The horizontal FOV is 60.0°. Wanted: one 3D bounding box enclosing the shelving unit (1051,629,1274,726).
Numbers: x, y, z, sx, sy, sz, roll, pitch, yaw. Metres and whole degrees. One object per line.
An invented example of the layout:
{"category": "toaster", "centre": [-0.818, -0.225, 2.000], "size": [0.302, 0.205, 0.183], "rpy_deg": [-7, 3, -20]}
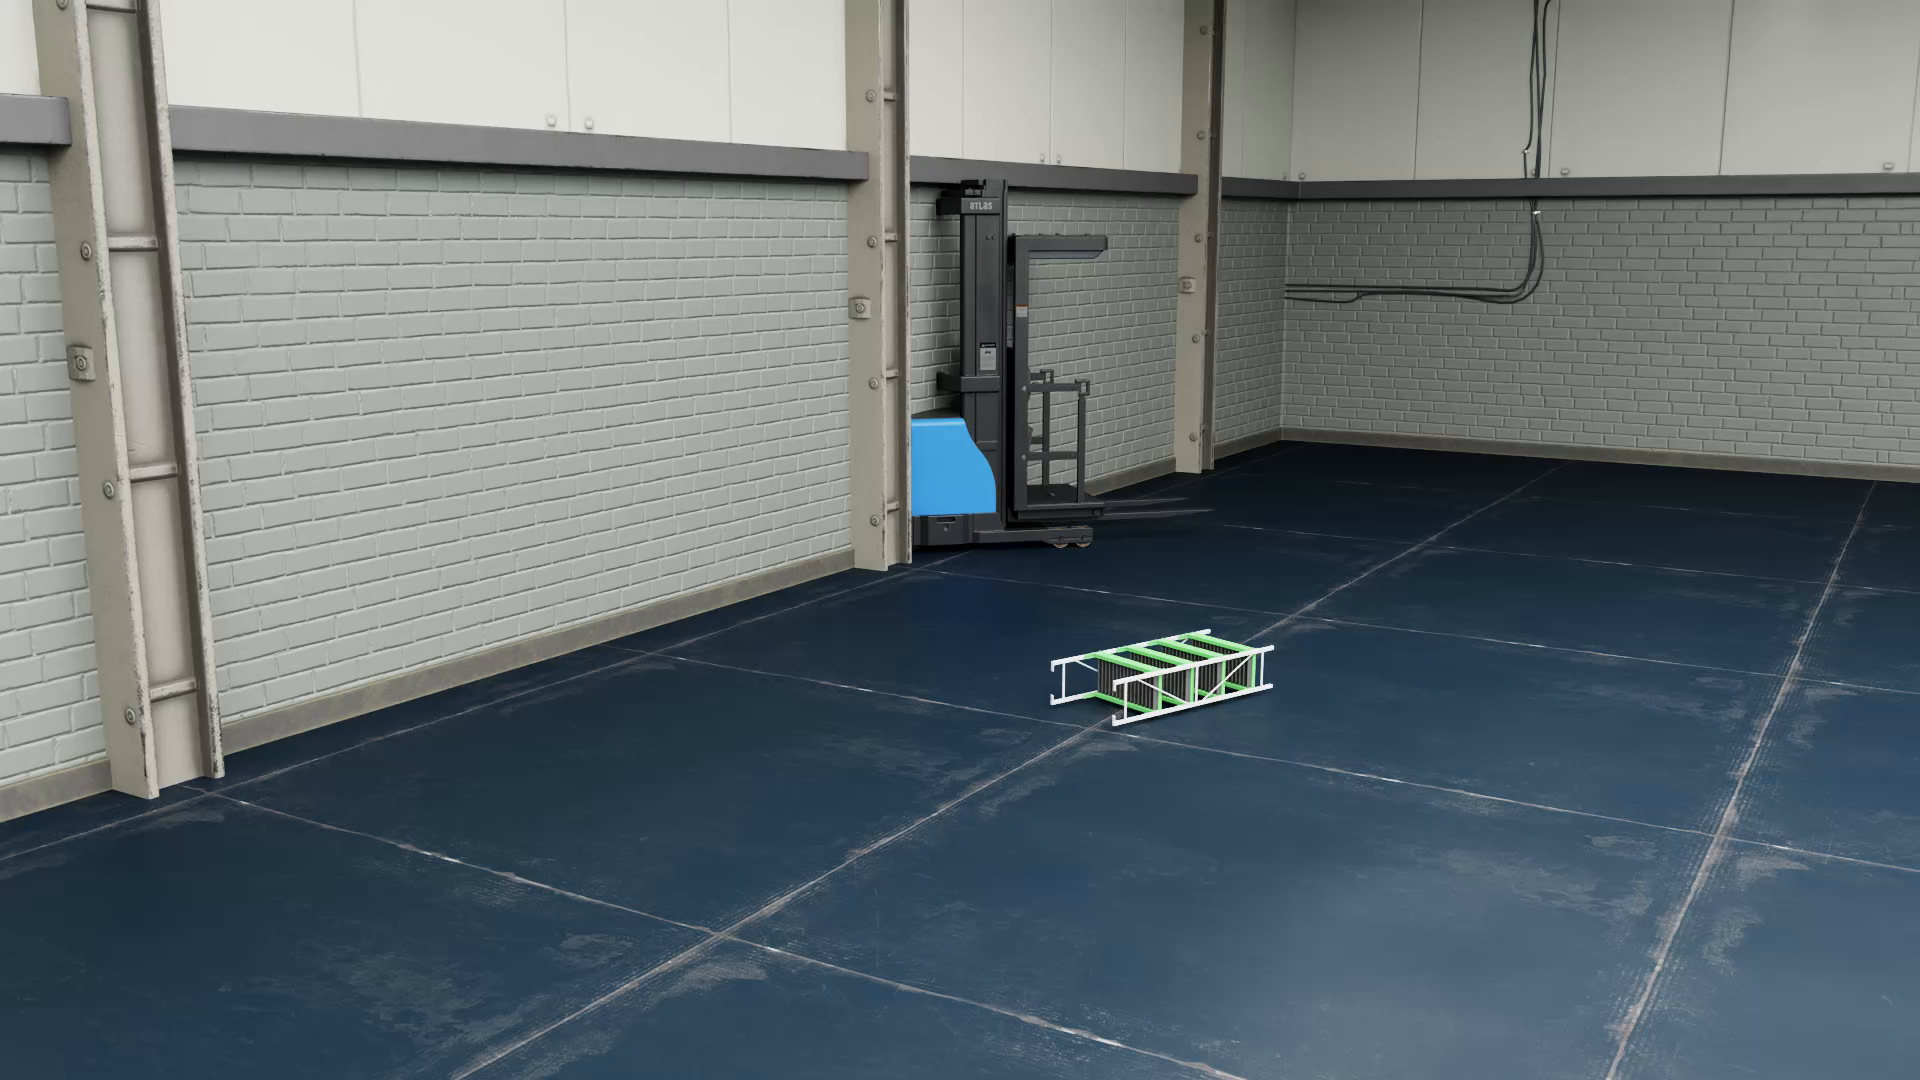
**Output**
{"category": "shelving unit", "centre": [1.119, 0.740, 9.119], "size": [1.200, 0.258, 0.503], "rpy_deg": [-8, 13, -37]}

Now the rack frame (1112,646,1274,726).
{"category": "rack frame", "centre": [1.267, 0.775, 8.928], "size": [1.200, 0.240, 0.015], "rpy_deg": [-8, 13, -37]}

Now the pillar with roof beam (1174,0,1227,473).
{"category": "pillar with roof beam", "centre": [6.189, -4.765, 14.865], "size": [9.100, 9.000, 0.400], "rpy_deg": [6, 12, 31]}

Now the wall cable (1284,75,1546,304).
{"category": "wall cable", "centre": [5.170, -3.987, 19.148], "size": [3.097, 2.526, 0.112], "rpy_deg": [6, 12, 31]}

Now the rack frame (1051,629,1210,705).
{"category": "rack frame", "centre": [0.970, 0.704, 9.309], "size": [1.200, 0.240, 0.015], "rpy_deg": [-8, 13, -37]}

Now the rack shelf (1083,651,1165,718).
{"category": "rack shelf", "centre": [0.878, 0.774, 8.937], "size": [0.148, 0.258, 0.480], "rpy_deg": [-8, 13, -37]}

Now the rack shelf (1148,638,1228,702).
{"category": "rack shelf", "centre": [1.259, 0.720, 9.224], "size": [0.148, 0.258, 0.480], "rpy_deg": [-8, 13, -37]}

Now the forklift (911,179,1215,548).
{"category": "forklift", "centre": [0.606, -1.468, 13.745], "size": [3.031, 2.935, 1.130], "rpy_deg": [-3, 11, -14]}

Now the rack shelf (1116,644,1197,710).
{"category": "rack shelf", "centre": [1.068, 0.747, 9.080], "size": [0.148, 0.258, 0.480], "rpy_deg": [-8, 13, -37]}

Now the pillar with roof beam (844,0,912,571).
{"category": "pillar with roof beam", "centre": [3.074, -3.821, 9.825], "size": [9.100, 9.000, 0.400], "rpy_deg": [6, 12, 31]}

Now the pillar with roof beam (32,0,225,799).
{"category": "pillar with roof beam", "centre": [-0.041, -2.878, 4.784], "size": [9.100, 9.000, 0.400], "rpy_deg": [6, 12, 31]}

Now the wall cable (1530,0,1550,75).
{"category": "wall cable", "centre": [7.482, -6.211, 17.303], "size": [3.097, 2.526, 0.112], "rpy_deg": [6, 12, 31]}

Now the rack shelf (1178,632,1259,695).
{"category": "rack shelf", "centre": [1.449, 0.693, 9.368], "size": [0.148, 0.258, 0.480], "rpy_deg": [-8, 13, -37]}
